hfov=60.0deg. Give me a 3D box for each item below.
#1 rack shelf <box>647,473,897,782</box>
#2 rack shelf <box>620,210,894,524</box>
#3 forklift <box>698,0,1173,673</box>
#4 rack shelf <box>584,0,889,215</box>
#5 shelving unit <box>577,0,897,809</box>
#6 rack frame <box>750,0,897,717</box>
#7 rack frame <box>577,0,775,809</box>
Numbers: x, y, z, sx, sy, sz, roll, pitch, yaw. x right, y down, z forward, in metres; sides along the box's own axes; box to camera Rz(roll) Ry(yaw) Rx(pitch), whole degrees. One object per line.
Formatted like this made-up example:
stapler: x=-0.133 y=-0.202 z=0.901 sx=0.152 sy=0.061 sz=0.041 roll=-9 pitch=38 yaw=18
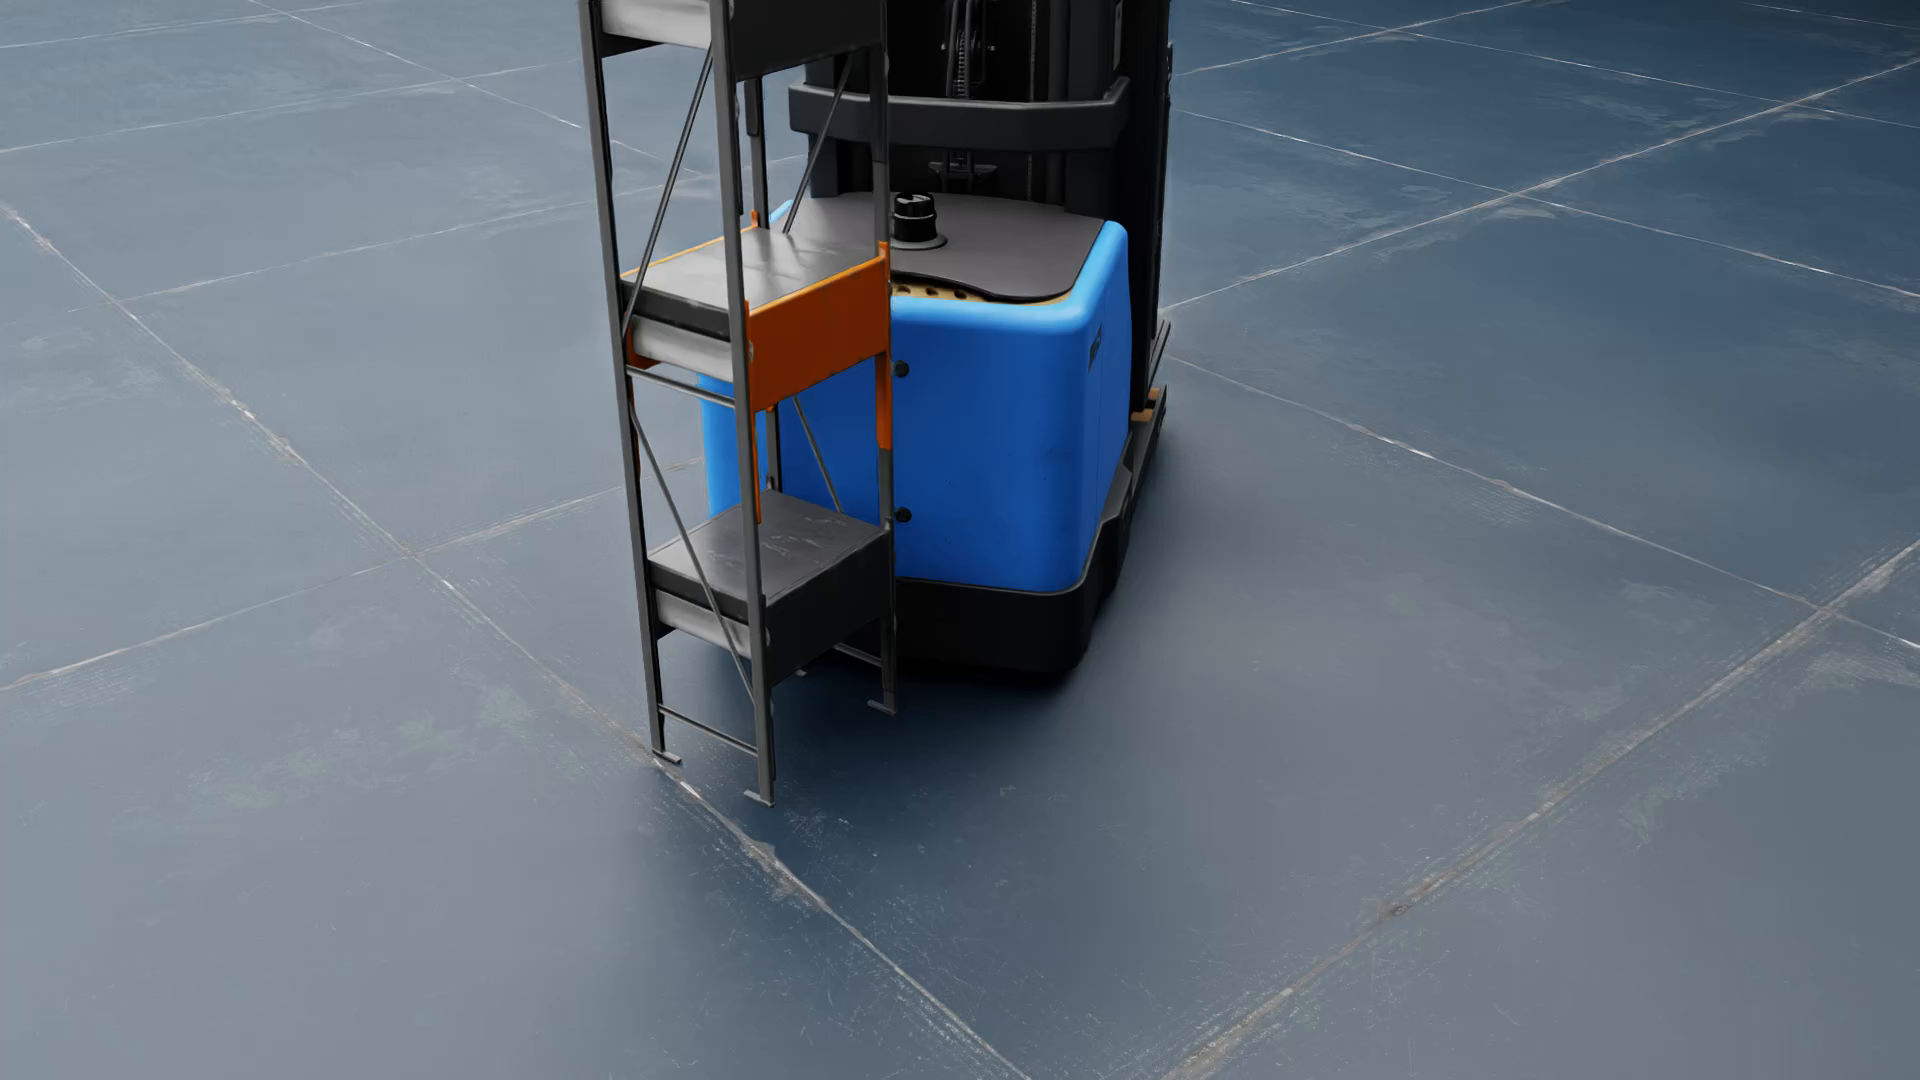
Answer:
rack shelf: x=-0.472 y=0.204 z=4.151 sx=0.431 sy=0.518 sz=0.480 roll=19 pitch=34 yaw=31
rack shelf: x=-0.469 y=-0.412 z=3.819 sx=0.431 sy=0.518 sz=0.480 roll=19 pitch=34 yaw=31
forklift: x=0.126 y=-1.616 z=5.164 sx=1.130 sy=2.935 sz=3.031 roll=6 pitch=29 yaw=11
rack shelf: x=-0.465 y=-1.028 z=3.486 sx=0.431 sy=0.518 sz=0.480 roll=19 pitch=34 yaw=31
shelving unit: x=-0.469 y=-0.424 z=3.812 sx=0.431 sy=2.100 sz=0.503 roll=19 pitch=34 yaw=31
rack frame: x=-0.326 y=-0.517 z=3.987 sx=0.400 sy=2.100 sz=0.015 roll=19 pitch=34 yaw=31
rack frame: x=-0.611 y=-0.330 z=3.637 sx=0.400 sy=2.100 sz=0.015 roll=19 pitch=34 yaw=31
